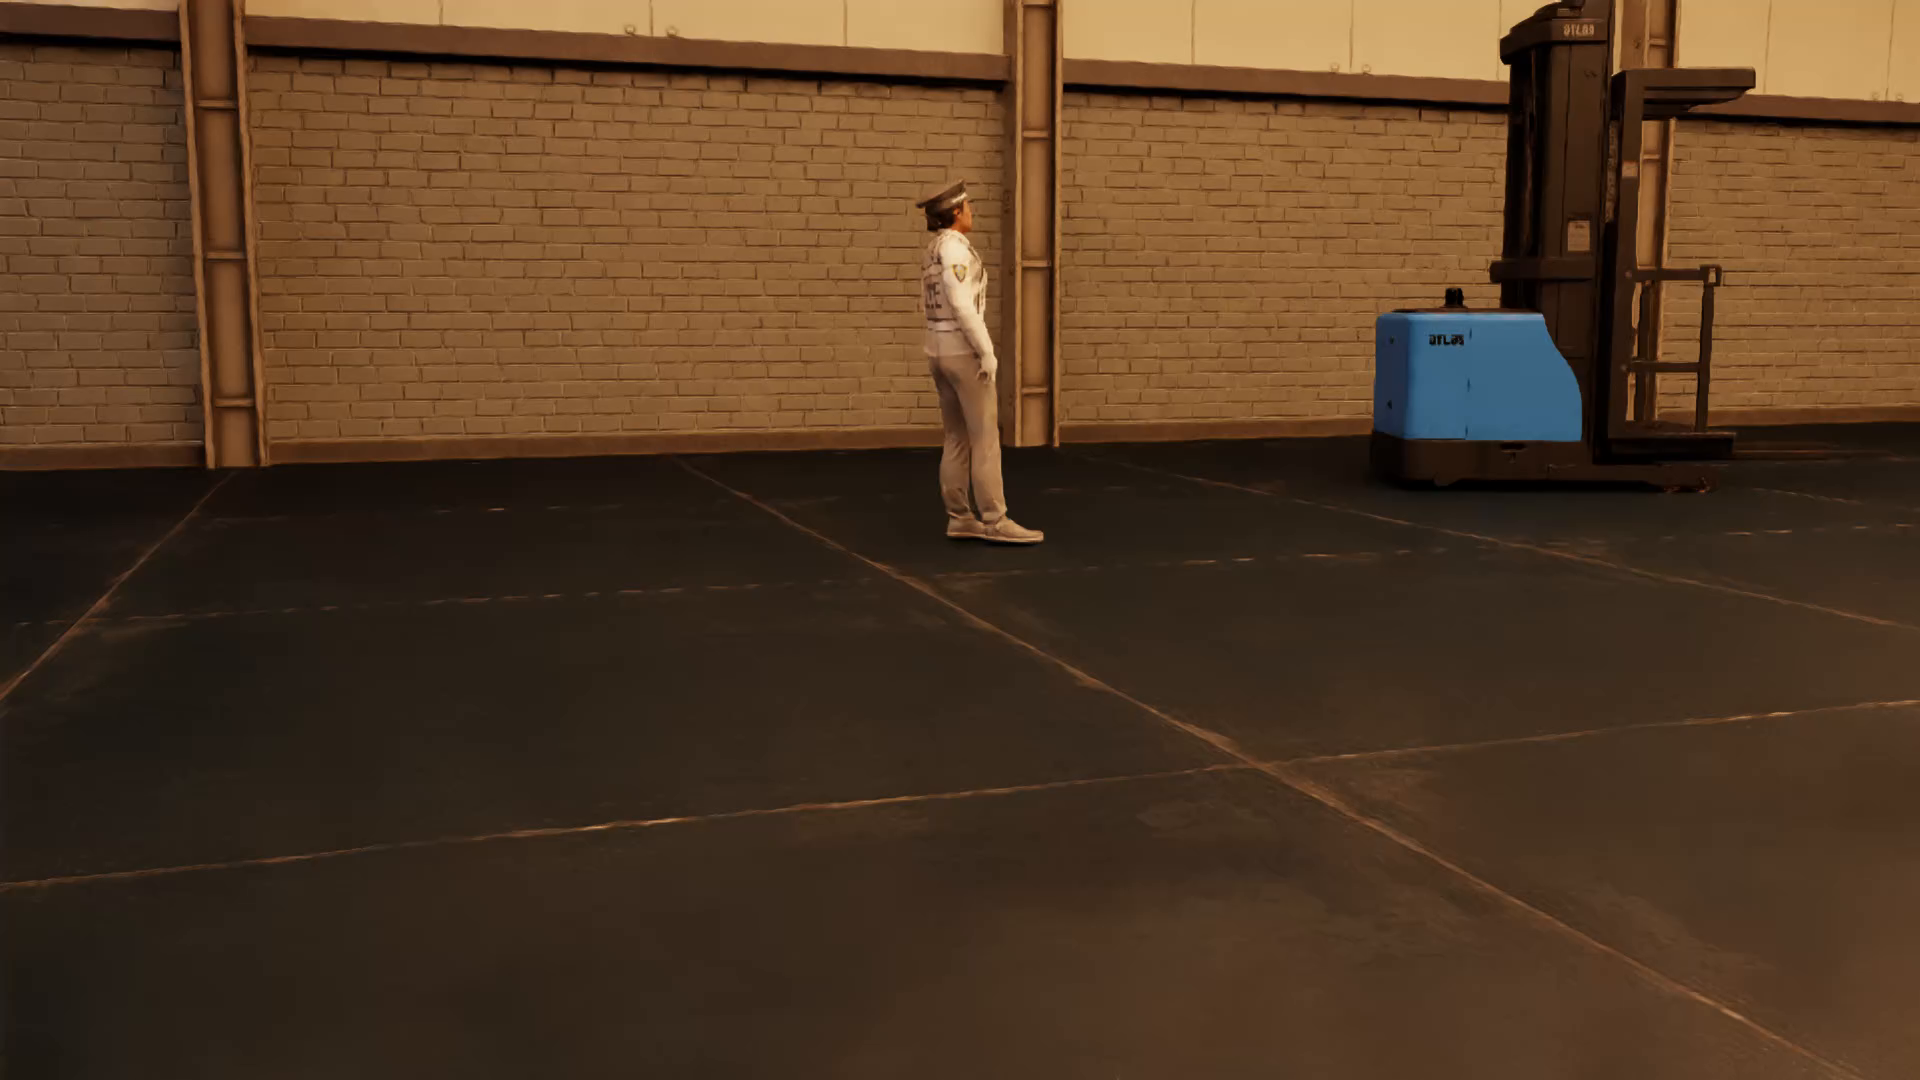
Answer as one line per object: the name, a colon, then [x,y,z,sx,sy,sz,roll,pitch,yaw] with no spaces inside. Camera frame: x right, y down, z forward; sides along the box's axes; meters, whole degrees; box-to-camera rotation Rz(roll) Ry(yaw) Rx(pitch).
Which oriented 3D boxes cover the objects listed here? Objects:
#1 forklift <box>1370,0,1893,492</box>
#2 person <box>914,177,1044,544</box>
forklift: [4.228,-1.817,10.409,3.031,2.935,1.130,0,8,1]
person: [0.067,-0.849,7.823,0.533,1.695,0.586,-3,8,-18]
